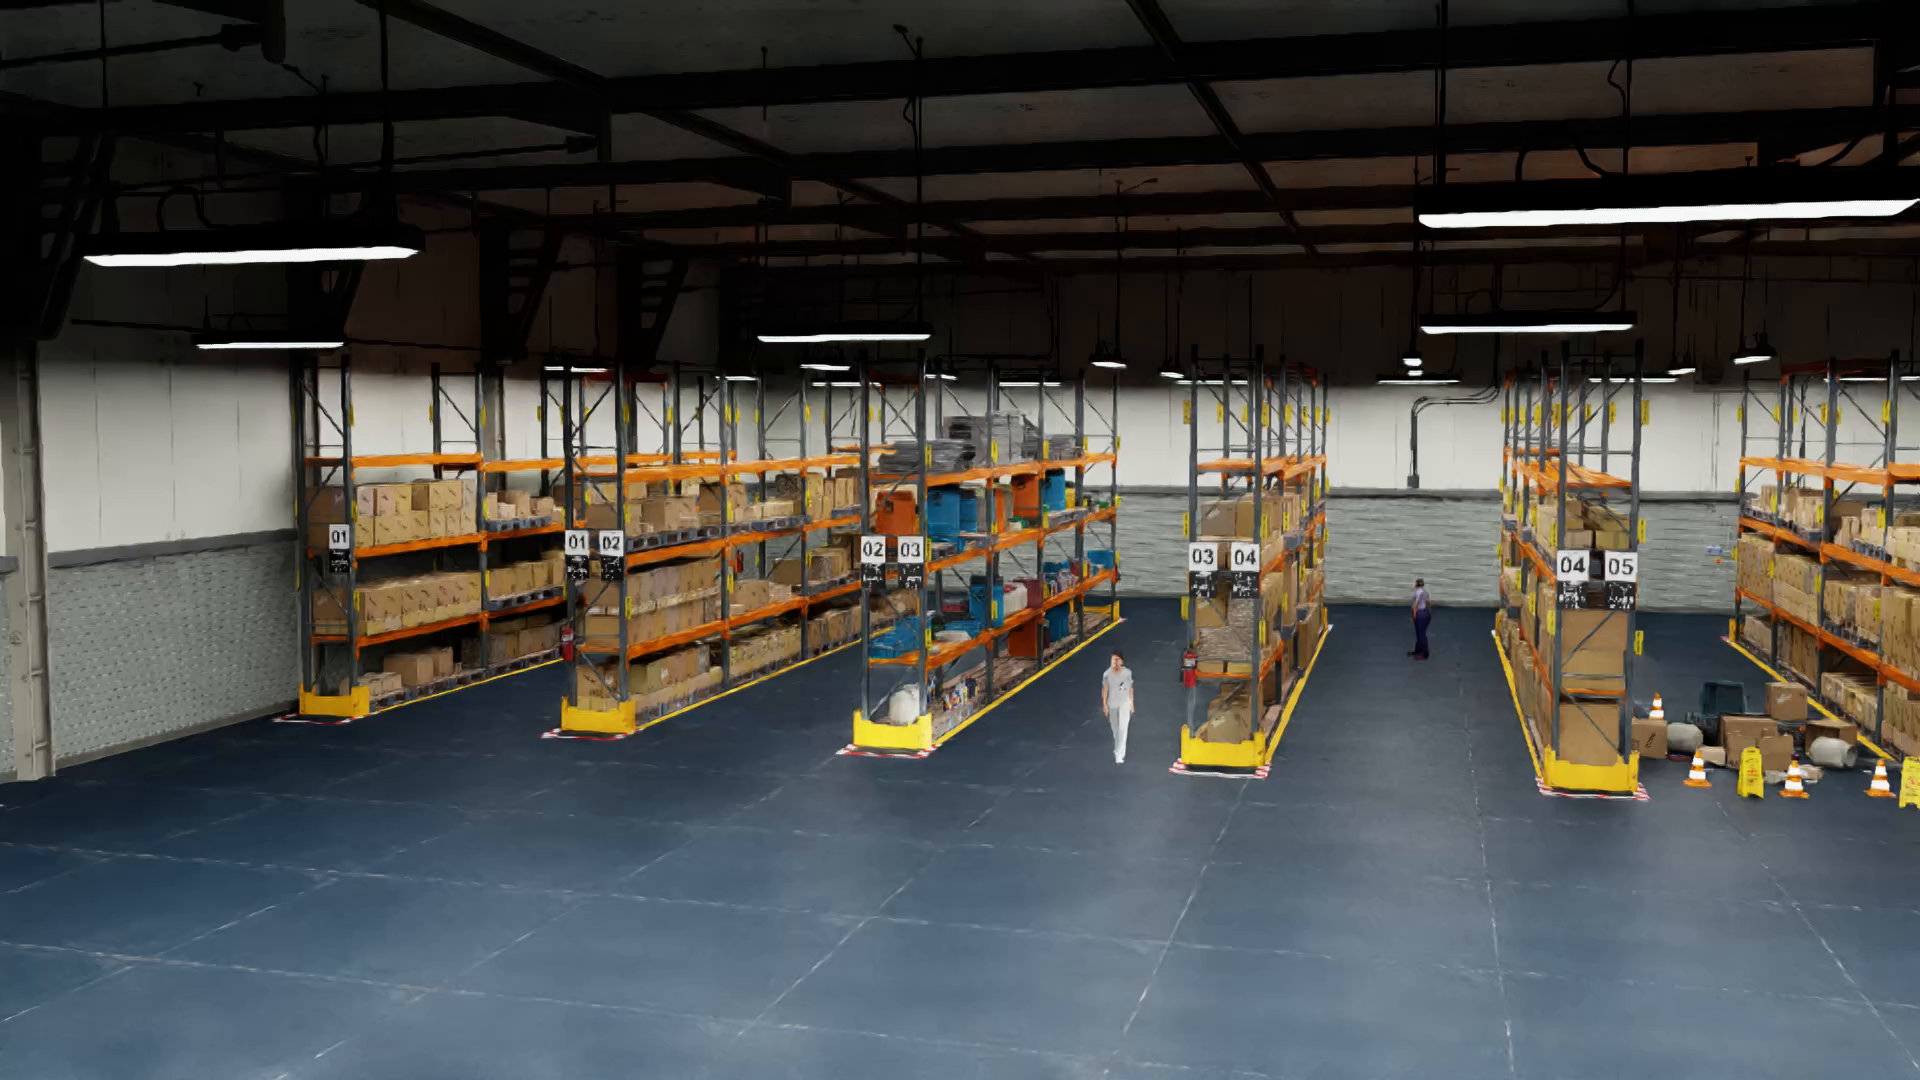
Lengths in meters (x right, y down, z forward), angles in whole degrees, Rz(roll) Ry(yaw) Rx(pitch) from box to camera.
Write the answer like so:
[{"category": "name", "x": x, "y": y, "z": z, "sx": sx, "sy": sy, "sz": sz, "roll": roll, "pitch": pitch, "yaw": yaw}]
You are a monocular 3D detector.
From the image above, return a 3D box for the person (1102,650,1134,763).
[{"category": "person", "x": 2.269, "y": 2.382, "z": 24.096, "sx": 0.446, "sy": 1.586, "sz": 1.095, "roll": 1, "pitch": 5, "yaw": 18}]

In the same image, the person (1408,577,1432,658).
[{"category": "person", "x": 9.494, "y": 1.592, "z": 34.393, "sx": 0.567, "sy": 1.641, "sz": 0.610, "roll": 3, "pitch": 5, "yaw": 38}]
